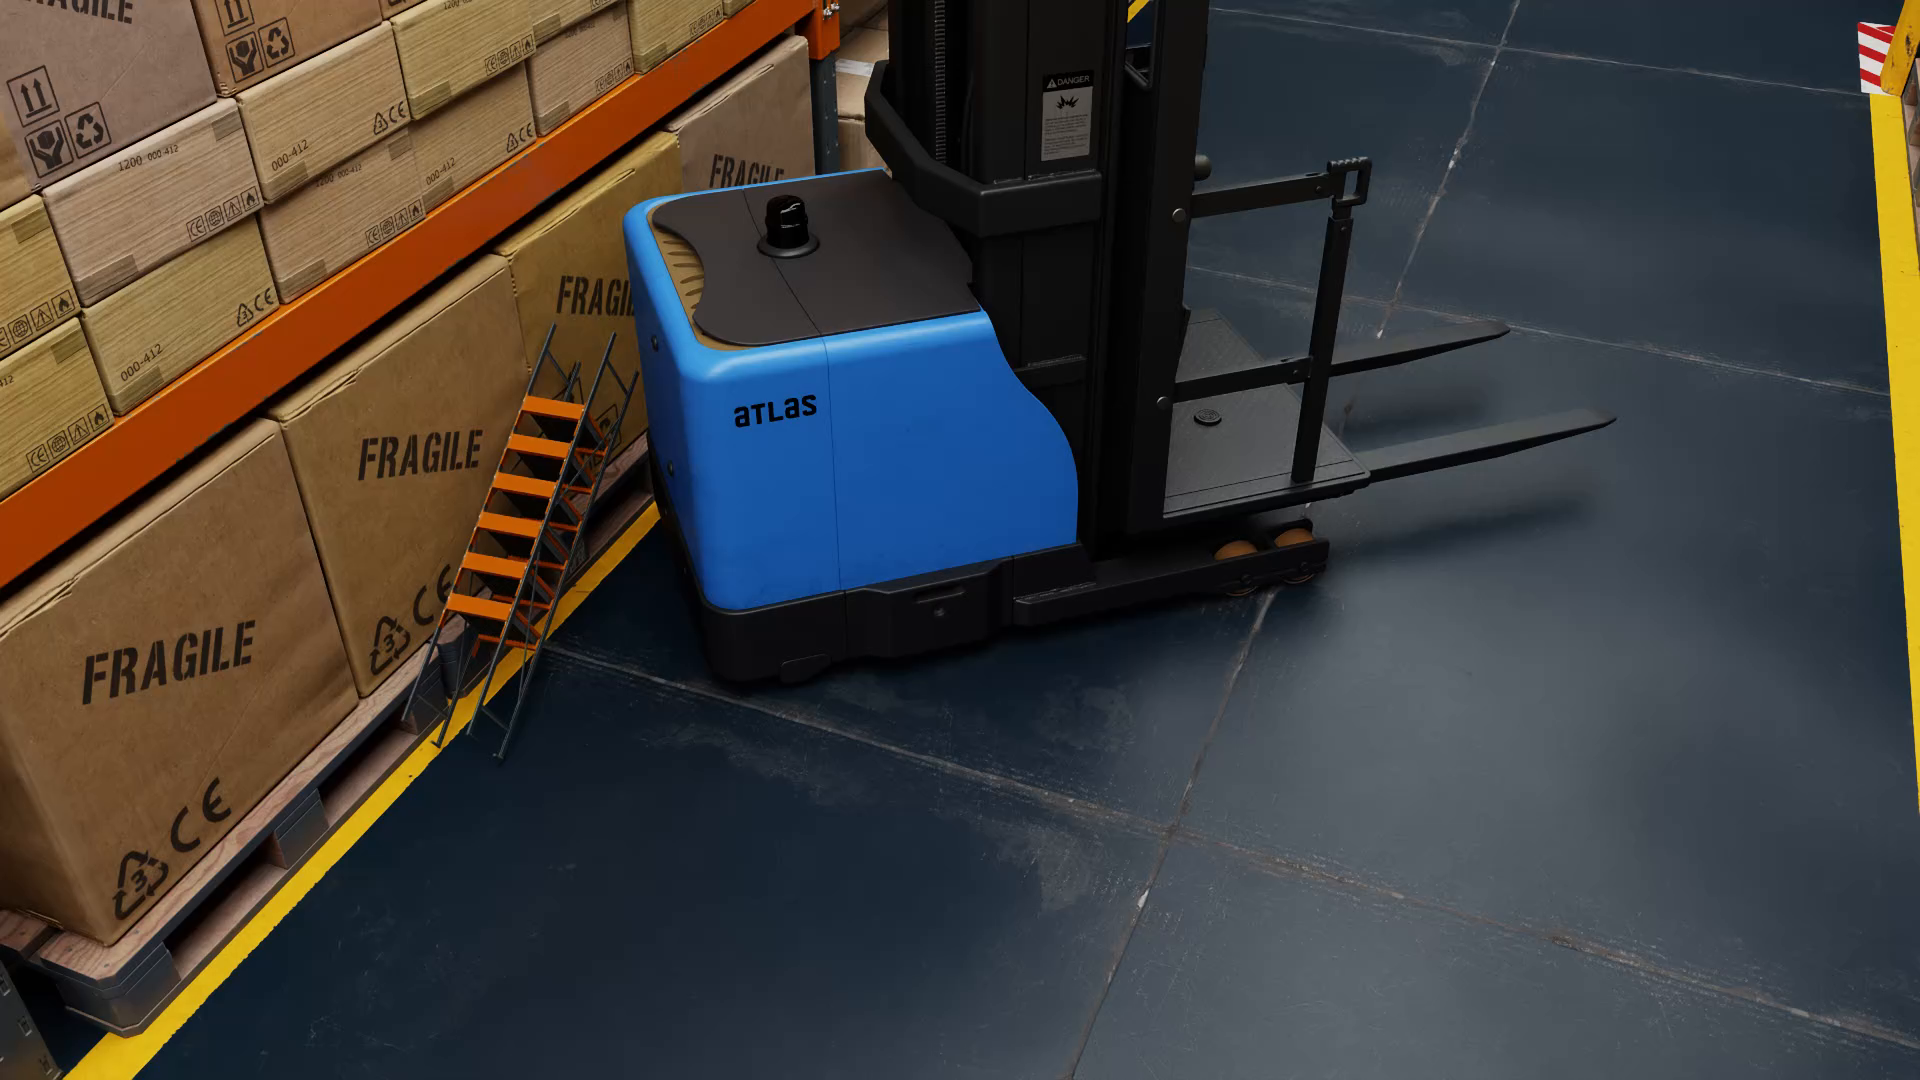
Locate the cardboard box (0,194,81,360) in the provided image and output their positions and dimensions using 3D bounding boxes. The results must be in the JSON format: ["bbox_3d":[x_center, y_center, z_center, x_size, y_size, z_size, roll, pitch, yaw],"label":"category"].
[{"bbox_3d":[-2.041,-0.464,3.073,0.500,0.250,0.500,14,39,17],"label":"cardboard box"}]

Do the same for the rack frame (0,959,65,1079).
[{"bbox_3d":[-2.462,-0.100,2.878,1.000,3.000,0.127,14,39,18],"label":"rack frame"}]

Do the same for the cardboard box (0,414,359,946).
[{"bbox_3d":[-2.122,0.220,3.875,0.875,0.875,0.875,14,39,17],"label":"cardboard box"}]

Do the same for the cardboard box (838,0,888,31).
[{"bbox_3d":[-0.262,-2.275,7.578,0.875,0.438,0.875,13,39,16],"label":"cardboard box"}]

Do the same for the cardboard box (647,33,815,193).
[{"bbox_3d":[-1.102,-1.270,5.868,0.875,0.875,0.875,15,39,19],"label":"cardboard box"}]

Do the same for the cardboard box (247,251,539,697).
[{"bbox_3d":[-1.779,-0.273,4.534,0.875,0.875,0.875,14,39,18],"label":"cardboard box"}]

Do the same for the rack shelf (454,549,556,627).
[{"bbox_3d":[-1.223,0.135,4.500,0.180,0.258,0.103,10,68,11],"label":"rack shelf"}]

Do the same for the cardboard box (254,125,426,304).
[{"bbox_3d":[-1.659,-0.831,3.981,0.500,0.250,0.500,15,39,19],"label":"cardboard box"}]

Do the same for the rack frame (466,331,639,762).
[{"bbox_3d":[-1.096,0.003,4.543,0.006,0.240,1.200,10,68,11],"label":"rack frame"}]

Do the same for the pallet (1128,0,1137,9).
[{"bbox_3d":[0.350,-2.952,9.023,1.003,0.211,1.213,14,39,18],"label":"pallet"}]

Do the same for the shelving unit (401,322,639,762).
[{"bbox_3d":[-1.184,-0.013,4.561,0.189,0.258,1.200,10,68,11],"label":"shelving unit"}]

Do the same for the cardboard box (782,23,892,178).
[{"bbox_3d":[-0.602,-1.780,6.915,0.875,0.438,0.875,13,39,17],"label":"cardboard box"}]

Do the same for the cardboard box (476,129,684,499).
[{"bbox_3d":[-1.439,-0.768,5.196,0.875,0.875,0.875,15,39,19],"label":"cardboard box"}]

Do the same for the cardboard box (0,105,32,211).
[{"bbox_3d":[-2.048,-0.758,2.840,0.500,0.500,0.500,13,39,16],"label":"cardboard box"}]

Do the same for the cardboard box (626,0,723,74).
[{"bbox_3d":[-1.072,-1.667,5.100,0.500,0.250,0.500,13,39,17],"label":"cardboard box"}]

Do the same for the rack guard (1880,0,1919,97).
[{"bbox_3d":[5.145,-2.357,7.986,1.175,0.500,0.348,14,39,18],"label":"rack guard"}]

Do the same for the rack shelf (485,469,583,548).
[{"bbox_3d":[-1.167,-0.081,4.589,0.180,0.258,0.103,10,68,11],"label":"rack shelf"}]

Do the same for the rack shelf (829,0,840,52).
[{"bbox_3d":[-0.179,-3.134,7.538,1.077,0.370,4.000,14,39,18],"label":"rack shelf"}]

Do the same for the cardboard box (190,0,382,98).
[{"bbox_3d":[-1.657,-1.317,3.588,0.500,0.500,0.500,15,39,19],"label":"cardboard box"}]

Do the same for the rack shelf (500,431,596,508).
[{"bbox_3d":[-1.139,-0.189,4.634,0.180,0.258,0.103,10,68,11],"label":"rack shelf"}]

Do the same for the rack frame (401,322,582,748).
[{"bbox_3d":[-1.273,-0.028,4.579,0.006,0.240,1.200,10,68,11],"label":"rack frame"}]

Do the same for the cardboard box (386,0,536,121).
[{"bbox_3d":[-1.437,-1.301,4.193,0.500,0.250,0.500,15,39,19],"label":"cardboard box"}]

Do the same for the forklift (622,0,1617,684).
[{"bbox_3d":[0.597,-1.293,4.532,3.031,2.935,1.130,-11,38,-15],"label":"forklift"}]

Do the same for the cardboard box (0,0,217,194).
[{"bbox_3d":[-1.868,-1.034,3.210,0.500,0.500,0.500,14,39,18],"label":"cardboard box"}]

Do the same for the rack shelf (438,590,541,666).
[{"bbox_3d":[-1.250,0.243,4.455,0.180,0.258,0.103,10,68,11],"label":"rack shelf"}]

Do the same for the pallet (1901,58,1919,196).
[{"bbox_3d":[4.842,-1.800,7.482,1.003,0.211,1.213,14,39,18],"label":"pallet"}]

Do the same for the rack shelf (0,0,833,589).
[{"bbox_3d":[-1.701,-0.919,4.575,1.077,0.370,4.000,14,39,18],"label":"rack shelf"}]

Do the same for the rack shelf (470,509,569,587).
[{"bbox_3d":[-1.195,0.027,4.544,0.180,0.258,0.103,10,68,11],"label":"rack shelf"}]

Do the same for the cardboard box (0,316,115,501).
[{"bbox_3d":[-2.043,-0.253,3.209,0.500,0.250,0.500,13,39,17],"label":"cardboard box"}]

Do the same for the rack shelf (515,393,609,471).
[{"bbox_3d":[-1.111,-0.296,4.678,0.180,0.258,0.103,10,68,11],"label":"rack shelf"}]

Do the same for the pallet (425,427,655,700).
[{"bbox_3d":[-1.627,-0.075,5.174,1.003,0.211,1.213,14,39,18],"label":"pallet"}]

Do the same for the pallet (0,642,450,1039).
[{"bbox_3d":[-2.092,0.598,4.274,1.003,0.211,1.213,14,39,18],"label":"pallet"}]

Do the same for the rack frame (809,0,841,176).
[{"bbox_3d":[-0.940,-2.314,5.841,1.000,3.000,0.127,14,39,18],"label":"rack frame"}]

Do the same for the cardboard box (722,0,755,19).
[{"bbox_3d":[-0.878,-1.949,5.477,0.500,0.250,0.500,13,39,17],"label":"cardboard box"}]

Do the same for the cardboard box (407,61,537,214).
[{"bbox_3d":[-1.475,-1.105,4.348,0.500,0.250,0.500,14,39,18],"label":"cardboard box"}]

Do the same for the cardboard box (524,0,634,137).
[{"bbox_3d":[-1.282,-1.392,4.732,0.500,0.250,0.500,13,39,17],"label":"cardboard box"}]

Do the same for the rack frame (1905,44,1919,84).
[{"bbox_3d":[5.174,-3.400,7.294,1.000,3.000,0.127,14,39,18],"label":"rack frame"}]

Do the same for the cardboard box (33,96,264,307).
[{"bbox_3d":[-1.843,-0.750,3.456,0.500,0.250,0.500,15,39,19],"label":"cardboard box"}]

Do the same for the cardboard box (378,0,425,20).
[{"bbox_3d":[-1.462,-1.596,3.961,0.500,0.500,0.500,14,39,18],"label":"cardboard box"}]

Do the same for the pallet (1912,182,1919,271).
[{"bbox_3d":[4.377,-1.127,6.581,1.003,0.211,1.213,14,39,18],"label":"pallet"}]

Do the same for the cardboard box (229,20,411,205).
[{"bbox_3d":[-1.642,-1.023,3.821,0.500,0.250,0.500,14,39,18],"label":"cardboard box"}]

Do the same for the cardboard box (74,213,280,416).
[{"bbox_3d":[-1.864,-0.542,3.594,0.500,0.250,0.500,13,39,16],"label":"cardboard box"}]

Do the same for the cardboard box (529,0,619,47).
[{"bbox_3d":[-1.258,-1.589,4.577,0.500,0.250,0.500,15,39,19],"label":"cardboard box"}]
